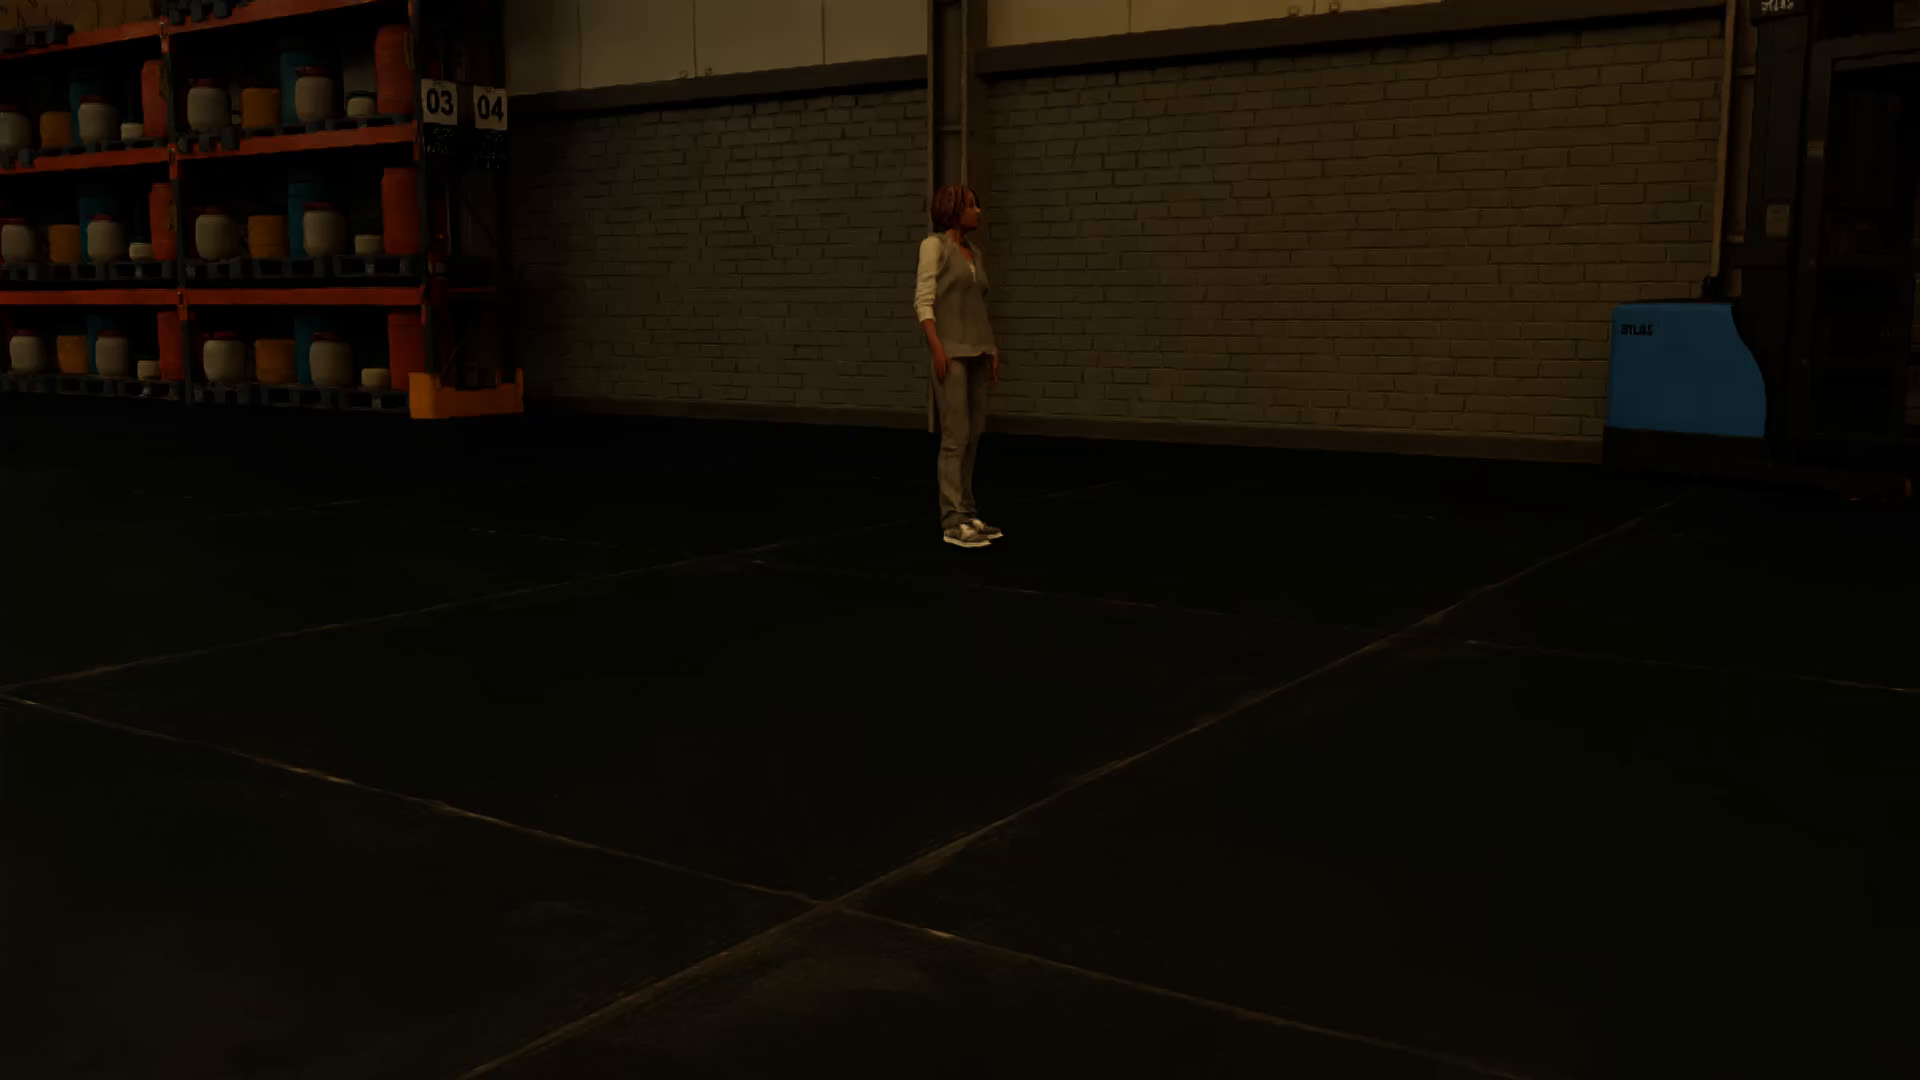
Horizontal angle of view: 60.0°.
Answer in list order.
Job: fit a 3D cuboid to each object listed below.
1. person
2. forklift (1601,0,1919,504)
[{"bbox_3d":[0.054,-0.790,7.438,0.474,1.597,0.521,5,10,34],"label":"person"},{"bbox_3d":[5.285,-1.722,9.302,1.130,2.935,3.031,-6,10,-36],"label":"forklift"}]
